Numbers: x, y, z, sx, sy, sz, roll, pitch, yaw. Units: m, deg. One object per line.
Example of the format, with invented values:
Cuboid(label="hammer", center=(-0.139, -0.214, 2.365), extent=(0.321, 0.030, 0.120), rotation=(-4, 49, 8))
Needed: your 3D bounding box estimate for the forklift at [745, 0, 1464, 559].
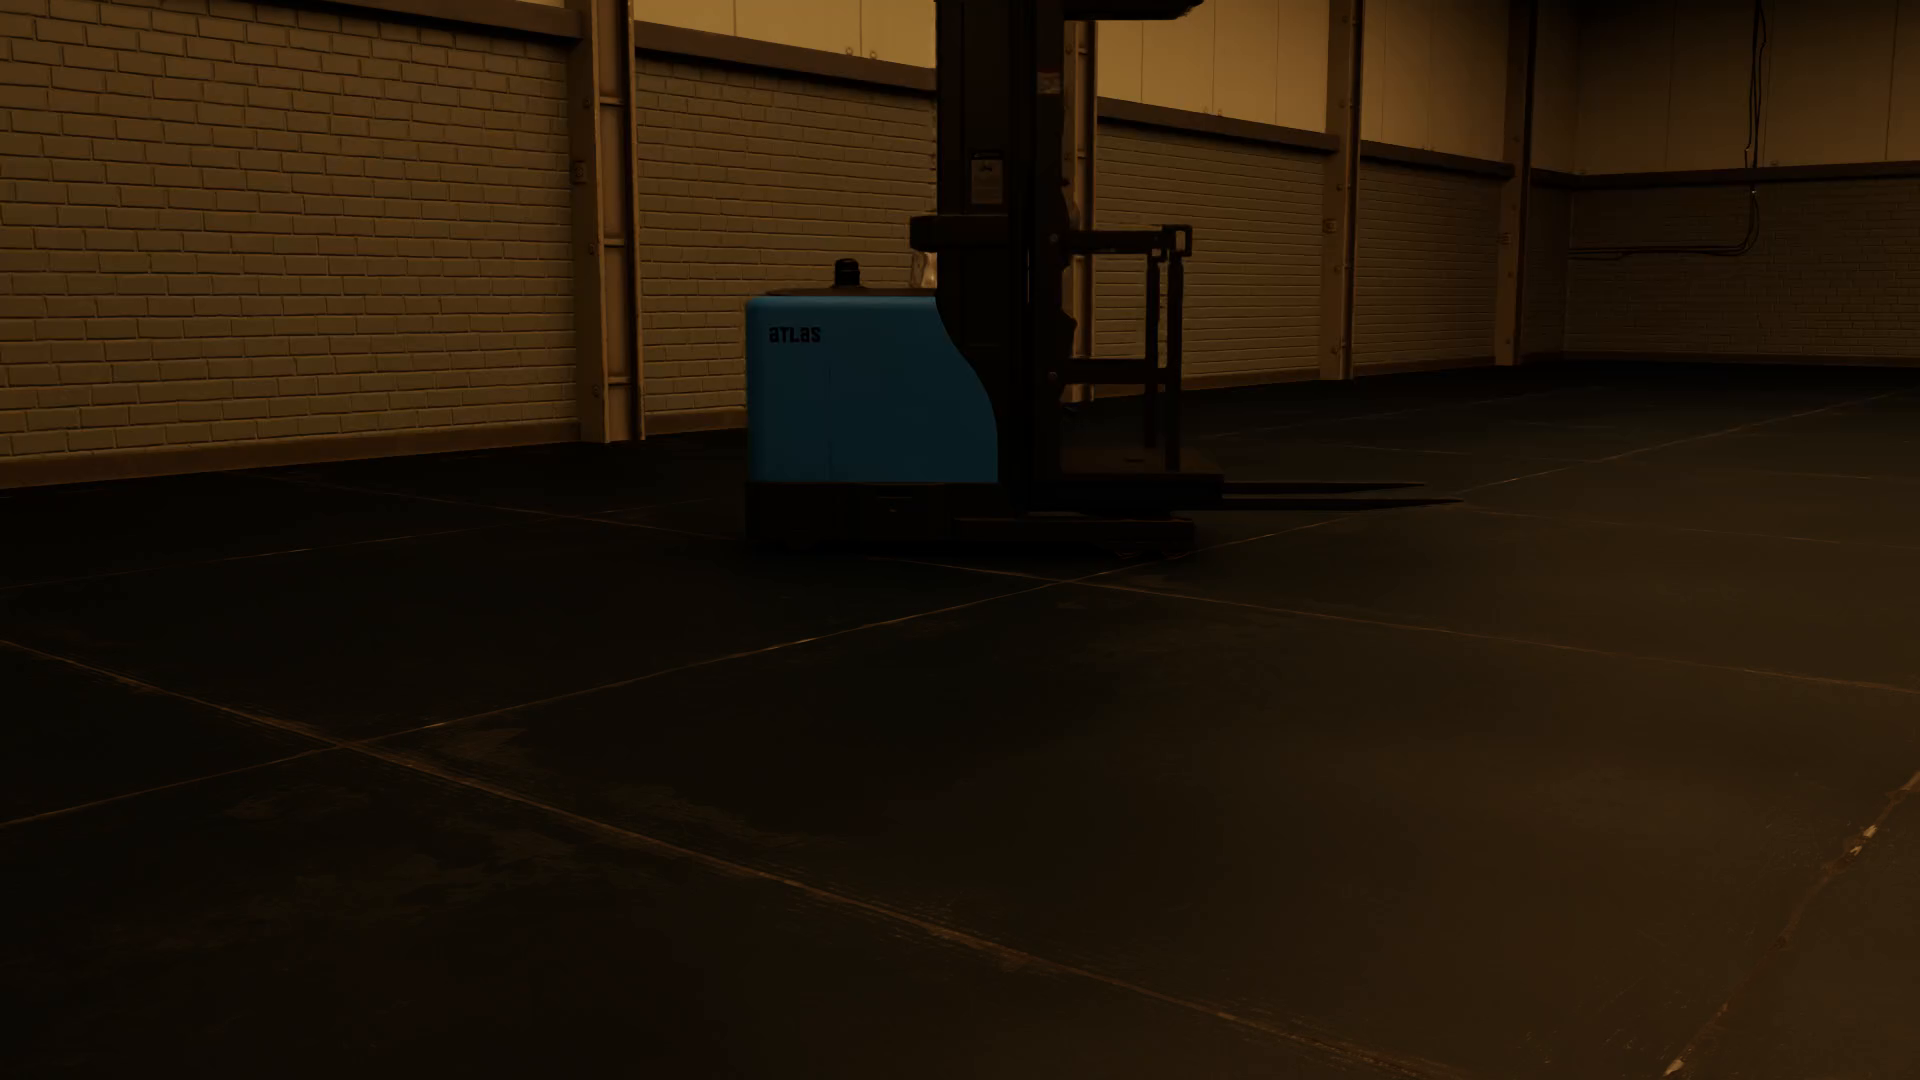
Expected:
Cuboid(label="forklift", center=(0.621, -1.451, 7.197), extent=(3.031, 2.935, 1.130), rotation=(0, 8, 1))

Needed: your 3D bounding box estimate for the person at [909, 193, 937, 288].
Cuboid(label="person", center=(-0.035, -1.349, 10.516), extent=(0.583, 1.770, 0.464), rotation=(0, 8, -2))
